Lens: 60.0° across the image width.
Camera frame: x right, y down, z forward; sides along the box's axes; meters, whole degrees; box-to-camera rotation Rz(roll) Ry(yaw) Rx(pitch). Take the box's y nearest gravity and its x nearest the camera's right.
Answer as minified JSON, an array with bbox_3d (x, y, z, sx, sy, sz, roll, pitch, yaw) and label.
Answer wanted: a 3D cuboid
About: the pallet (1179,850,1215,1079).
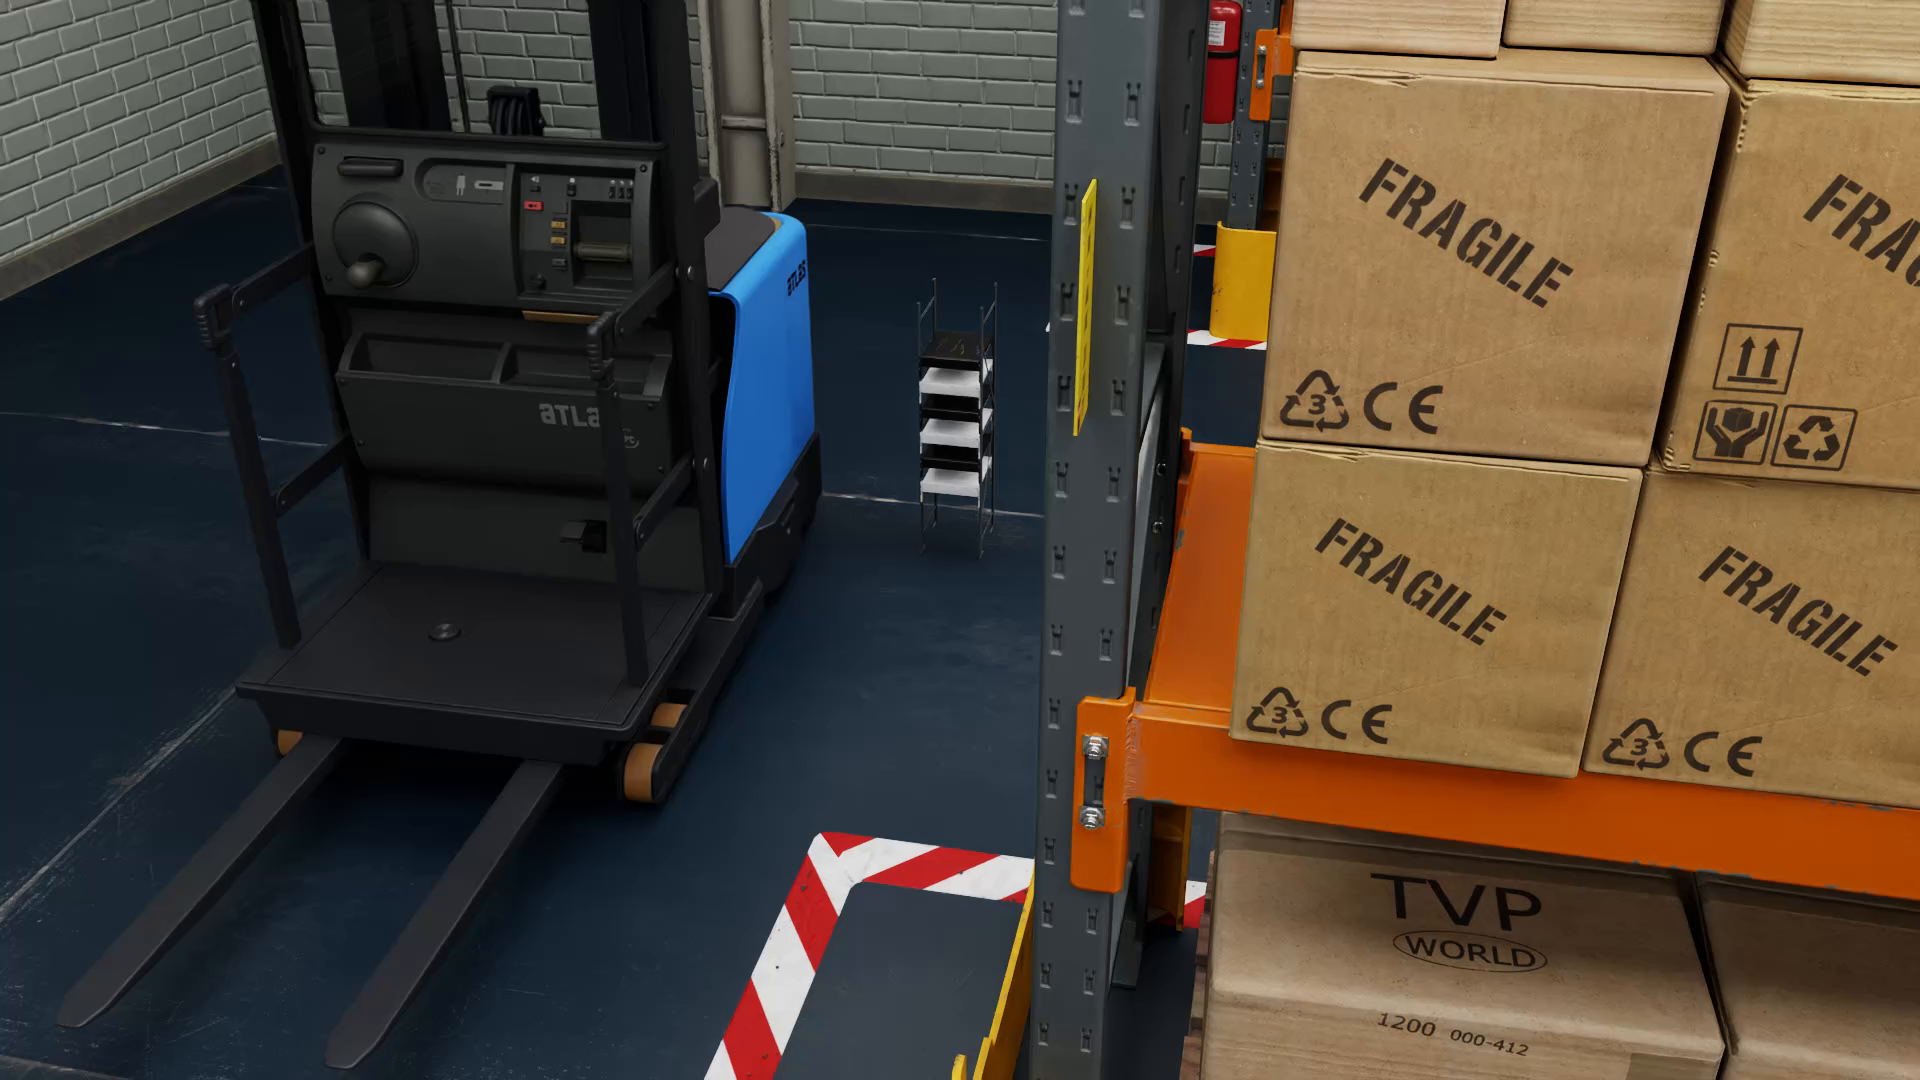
[{"bbox_3d":[1.085,1.117,3.490,1.213,0.211,1.003,6,29,11],"label":"pallet"}]

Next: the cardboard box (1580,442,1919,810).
[{"bbox_3d":[1.197,0.027,2.472,0.500,0.500,0.500,5,29,10],"label":"cardboard box"}]

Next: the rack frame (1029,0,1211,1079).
[{"bbox_3d":[0.287,-0.149,2.899,0.127,3.000,1.000,6,29,11],"label":"rack frame"}]

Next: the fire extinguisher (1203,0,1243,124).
[{"bbox_3d":[1.079,-2.081,6.897,0.183,0.674,0.296,6,29,11],"label":"fire extinguisher"}]

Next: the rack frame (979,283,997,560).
[{"bbox_3d":[0.091,-0.385,5.517,0.006,0.900,0.240,6,29,11],"label":"rack frame"}]

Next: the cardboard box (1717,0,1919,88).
[{"bbox_3d":[1.078,-0.678,2.044,0.250,0.149,0.380,7,29,12],"label":"cardboard box"}]

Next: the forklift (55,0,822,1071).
[{"bbox_3d":[-1.271,-0.770,4.104,1.130,2.935,3.031,5,29,9],"label":"forklift"}]

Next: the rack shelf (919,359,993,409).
[{"bbox_3d":[-0.008,-0.524,5.465,0.200,0.077,0.258,6,29,11],"label":"rack shelf"}]

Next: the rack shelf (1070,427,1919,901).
[{"bbox_3d":[2.243,0.367,2.706,4.000,0.370,1.077,6,29,11],"label":"rack shelf"}]

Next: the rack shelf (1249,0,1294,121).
[{"bbox_3d":[3.276,-1.965,6.964,4.000,0.370,1.077,6,29,11],"label":"rack shelf"}]

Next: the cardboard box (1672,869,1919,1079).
[{"bbox_3d":[1.850,0.897,3.218,0.875,0.438,0.875,7,29,12],"label":"cardboard box"}]

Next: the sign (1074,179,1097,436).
[{"bbox_3d":[0.165,-0.304,2.198,0.005,0.325,0.100,6,29,11],"label":"sign"}]

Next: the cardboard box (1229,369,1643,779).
[{"bbox_3d":[0.696,-0.010,2.541,0.500,0.500,0.500,6,29,10],"label":"cardboard box"}]

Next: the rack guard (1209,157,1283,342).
[{"bbox_3d":[1.394,-1.377,7.744,0.348,0.500,1.175,6,29,11],"label":"rack guard"}]

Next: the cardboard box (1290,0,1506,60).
[{"bbox_3d":[0.576,-0.751,2.177,0.250,0.149,0.380,6,29,12],"label":"cardboard box"}]

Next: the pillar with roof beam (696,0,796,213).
[{"bbox_3d":[-2.028,-3.784,3.292,0.400,9.000,9.100,6,29,11],"label":"pillar with roof beam"}]

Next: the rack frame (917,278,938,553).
[{"bbox_3d":[-0.107,-0.406,5.554,0.006,0.900,0.240,6,29,11],"label":"rack frame"}]

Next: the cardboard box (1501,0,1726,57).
[{"bbox_3d":[0.847,-0.758,2.190,0.250,0.149,0.380,7,29,12],"label":"cardboard box"}]

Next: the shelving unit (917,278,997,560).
[{"bbox_3d":[-0.008,-0.396,5.535,0.210,0.900,0.258,6,29,11],"label":"shelving unit"}]

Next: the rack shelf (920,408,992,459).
[{"bbox_3d":[-0.008,-0.366,5.551,0.200,0.077,0.258,6,29,11],"label":"rack shelf"}]

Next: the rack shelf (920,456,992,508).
[{"bbox_3d":[-0.008,-0.208,5.638,0.200,0.077,0.258,6,29,11],"label":"rack shelf"}]

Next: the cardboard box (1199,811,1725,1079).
[{"bbox_3d":[0.953,0.809,3.379,0.875,0.438,0.875,5,29,9],"label":"cardboard box"}]

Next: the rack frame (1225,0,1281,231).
[{"bbox_3d":[1.320,-2.481,7.158,0.127,3.000,1.000,6,29,11],"label":"rack frame"}]

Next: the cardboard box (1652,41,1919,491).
[{"bbox_3d":[1.204,-0.401,2.214,0.500,0.500,0.500,5,29,9],"label":"cardboard box"}]

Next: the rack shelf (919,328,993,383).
[{"bbox_3d":[-0.008,-0.603,5.422,0.200,0.077,0.258,6,29,11],"label":"rack shelf"}]

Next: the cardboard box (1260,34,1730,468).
[{"bbox_3d":[0.697,-0.450,2.303,0.500,0.500,0.500,5,29,9],"label":"cardboard box"}]

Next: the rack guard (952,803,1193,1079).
[{"bbox_3d":[0.263,0.945,3.504,0.348,0.500,1.175,6,29,11],"label":"rack guard"}]

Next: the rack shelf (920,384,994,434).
[{"bbox_3d":[-0.008,-0.445,5.508,0.200,0.077,0.258,6,29,11],"label":"rack shelf"}]

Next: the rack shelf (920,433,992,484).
[{"bbox_3d":[-0.008,-0.287,5.595,0.200,0.077,0.258,6,29,11],"label":"rack shelf"}]
